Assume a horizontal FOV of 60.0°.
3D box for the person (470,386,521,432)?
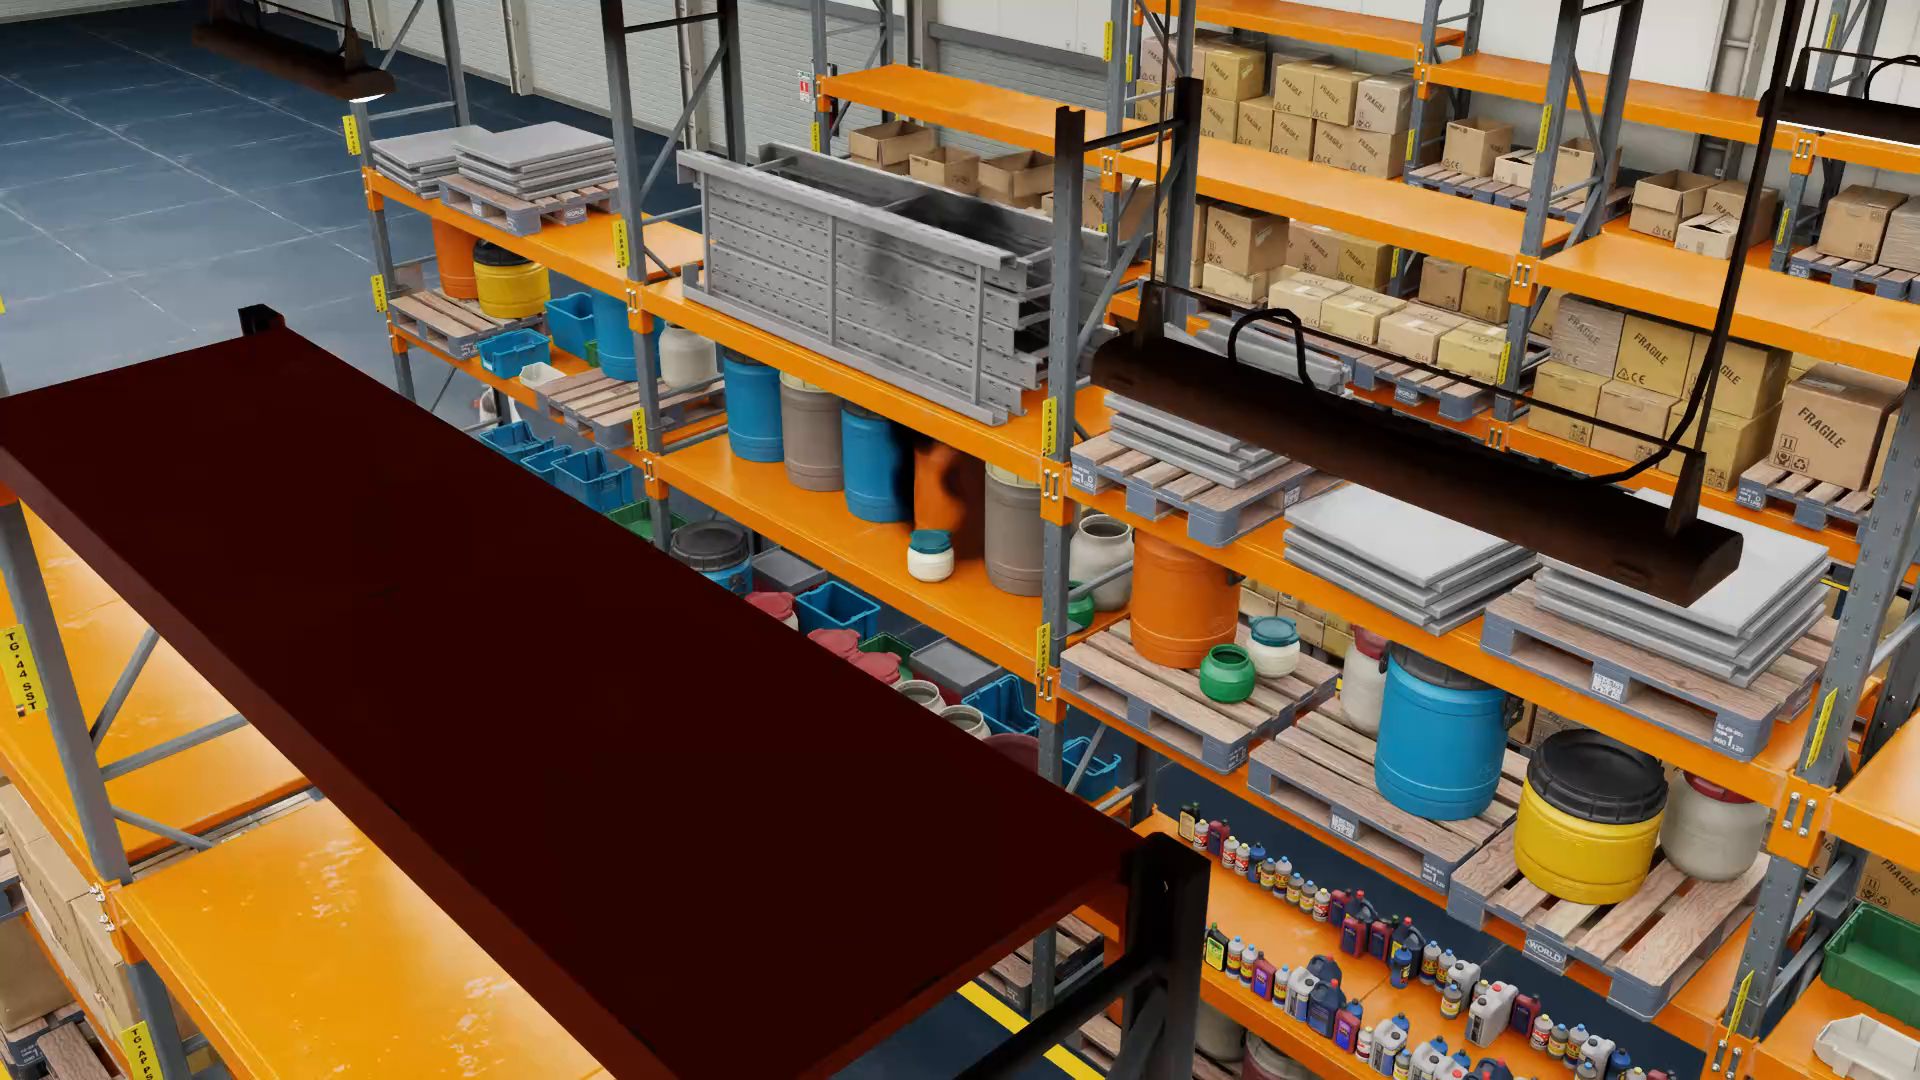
[{"bbox_3d":[-4.650,-1.023,16.969,0.686,1.789,0.656,5,29,9],"label":"person"}]
